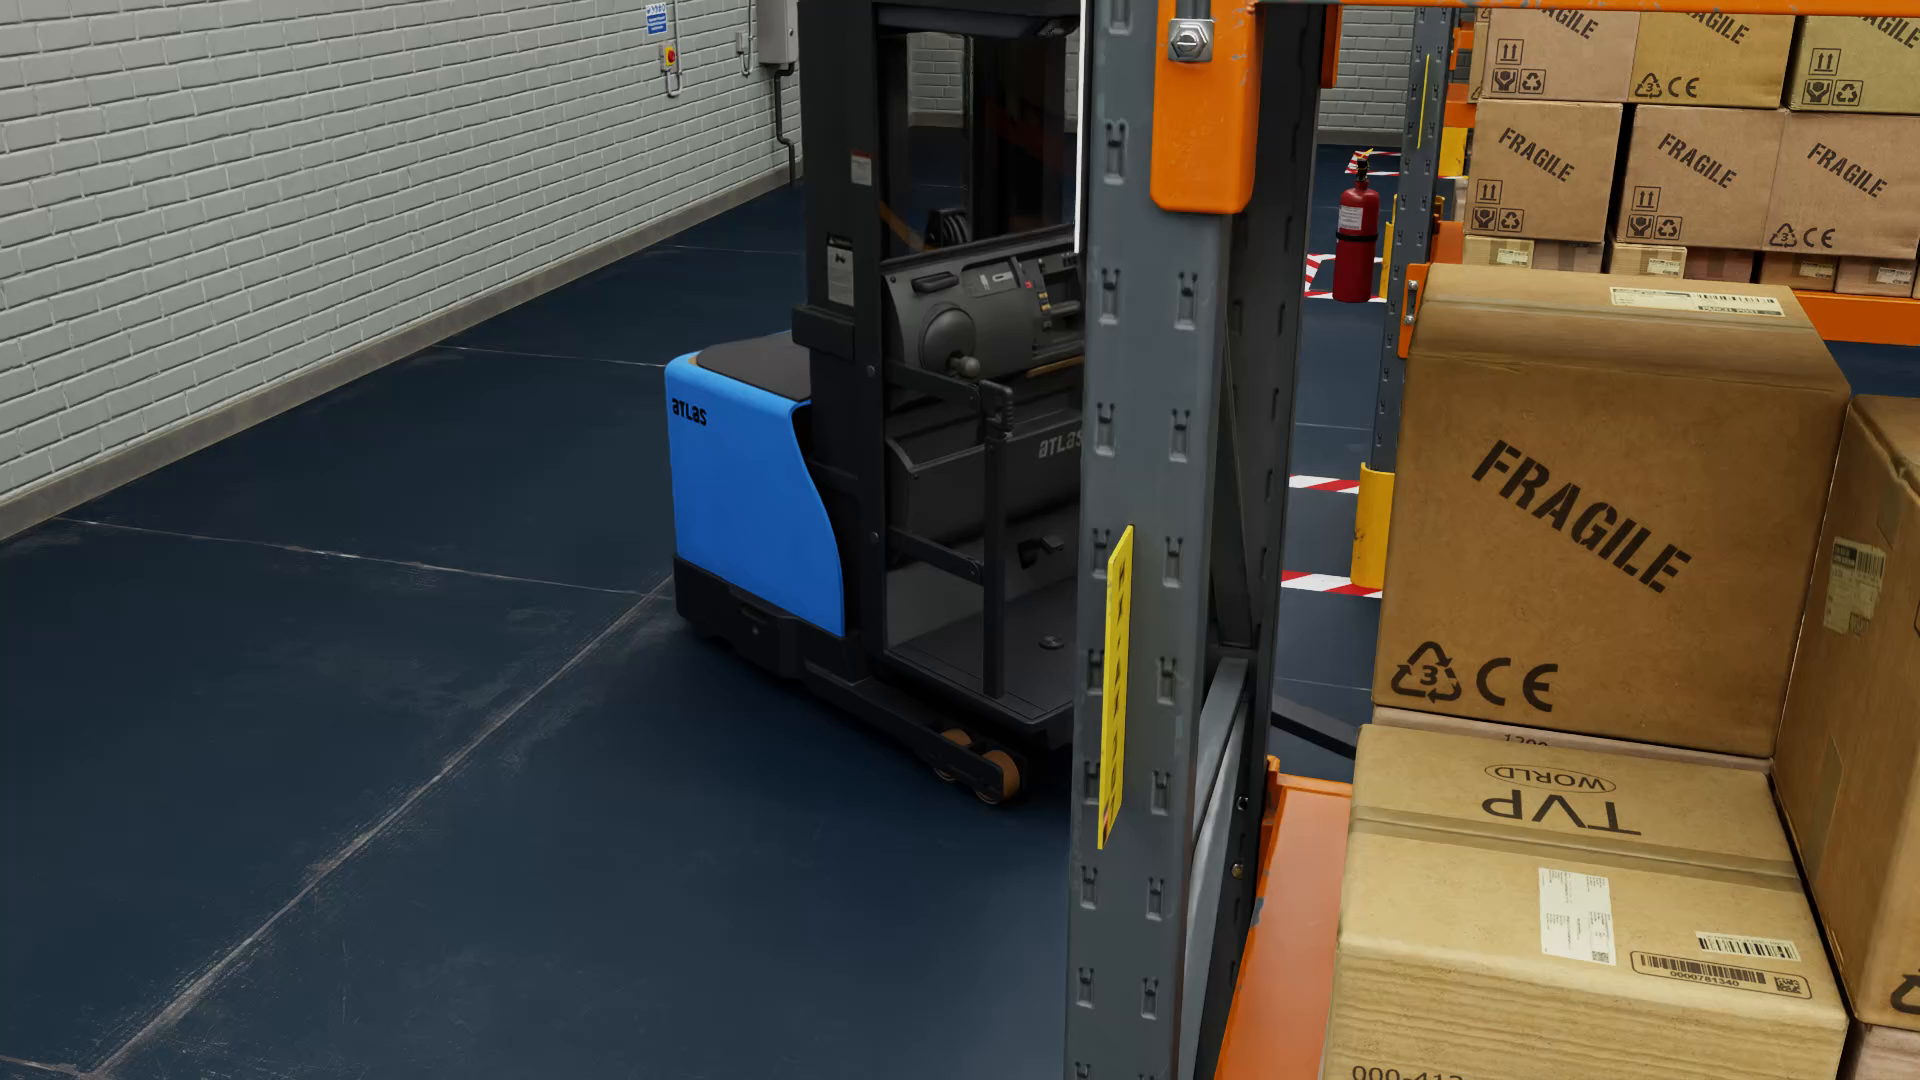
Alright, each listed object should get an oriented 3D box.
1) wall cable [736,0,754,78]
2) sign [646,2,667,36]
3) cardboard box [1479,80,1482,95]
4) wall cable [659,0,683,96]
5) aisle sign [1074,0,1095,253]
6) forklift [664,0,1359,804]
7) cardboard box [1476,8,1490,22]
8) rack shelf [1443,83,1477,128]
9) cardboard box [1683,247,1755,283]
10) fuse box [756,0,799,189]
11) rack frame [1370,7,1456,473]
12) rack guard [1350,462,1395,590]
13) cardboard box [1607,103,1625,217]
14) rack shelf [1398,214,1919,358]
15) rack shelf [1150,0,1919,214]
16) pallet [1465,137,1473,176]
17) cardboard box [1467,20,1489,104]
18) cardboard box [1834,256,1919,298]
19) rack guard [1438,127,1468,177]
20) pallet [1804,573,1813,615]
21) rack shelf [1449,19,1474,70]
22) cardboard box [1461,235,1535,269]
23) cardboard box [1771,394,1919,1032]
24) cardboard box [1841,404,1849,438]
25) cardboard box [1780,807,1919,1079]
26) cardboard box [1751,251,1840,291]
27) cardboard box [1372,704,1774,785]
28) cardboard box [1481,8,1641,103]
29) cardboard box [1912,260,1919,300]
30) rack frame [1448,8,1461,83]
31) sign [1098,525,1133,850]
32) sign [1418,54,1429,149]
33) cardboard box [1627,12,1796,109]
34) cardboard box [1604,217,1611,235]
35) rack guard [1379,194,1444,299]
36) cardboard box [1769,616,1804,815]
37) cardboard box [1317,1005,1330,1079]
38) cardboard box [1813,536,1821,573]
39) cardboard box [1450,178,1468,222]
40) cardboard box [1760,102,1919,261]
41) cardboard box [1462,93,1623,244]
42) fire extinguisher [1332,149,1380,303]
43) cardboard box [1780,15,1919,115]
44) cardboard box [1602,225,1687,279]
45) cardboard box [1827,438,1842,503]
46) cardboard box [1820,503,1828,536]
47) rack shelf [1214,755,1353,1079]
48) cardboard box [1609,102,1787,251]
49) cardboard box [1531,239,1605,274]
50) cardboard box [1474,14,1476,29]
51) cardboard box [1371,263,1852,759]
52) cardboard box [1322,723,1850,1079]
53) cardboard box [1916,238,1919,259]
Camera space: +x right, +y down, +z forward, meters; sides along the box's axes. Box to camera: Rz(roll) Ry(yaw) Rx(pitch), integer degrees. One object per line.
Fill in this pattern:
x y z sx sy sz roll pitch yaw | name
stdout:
-1.819 -4.808 13.699 0.122 1.984 0.588 7 23 16 | wall cable
-2.290 -3.935 12.555 0.001 0.218 0.327 7 23 16 | sign
2.359 -1.630 6.767 0.500 0.500 0.500 7 23 17 | cardboard box
-2.218 -4.306 12.434 0.123 1.953 0.585 7 23 16 | wall cable
0.169 -0.712 1.629 0.004 0.787 0.394 7 23 16 | aisle sign
0.281 -0.744 5.222 1.130 2.935 3.031 -20 29 -39 | forklift
3.565 -3.564 10.557 0.500 0.500 0.500 6 23 14 | cardboard box
5.102 -2.659 10.749 4.000 0.370 1.077 7 23 16 | rack shelf
2.855 -1.091 6.307 0.250 0.149 0.380 8 24 18 | cardboard box
-1.471 -3.972 14.699 0.414 1.711 0.539 7 23 16 | fuse box
1.854 -1.402 6.735 0.127 3.000 1.000 7 23 16 | rack frame
1.927 -0.237 7.189 0.348 0.500 1.175 7 23 16 | rack guard
2.850 -1.572 6.625 0.500 0.500 0.500 6 23 15 | cardboard box
3.769 -0.850 6.337 4.000 0.370 1.077 7 23 16 | rack shelf
2.240 -0.447 1.402 4.000 0.370 1.077 7 23 16 | rack shelf
5.454 -3.630 15.841 1.213 0.211 1.003 7 23 16 | pallet
3.564 -3.101 10.745 0.500 0.500 0.500 6 23 15 | cardboard box
3.336 -1.015 6.122 0.250 0.149 0.380 6 23 14 | cardboard box
4.690 -3.850 15.998 0.348 0.500 1.175 7 23 16 | rack guard
3.859 0.133 6.668 1.213 0.211 1.003 7 23 16 | pallet
6.532 -4.463 15.146 4.000 0.370 1.077 7 23 16 | rack shelf
2.070 -1.131 6.406 0.250 0.149 0.380 6 23 15 | cardboard box
1.185 0.180 1.697 0.500 0.500 0.500 6 23 14 | cardboard box
3.666 -0.426 6.775 0.250 0.149 0.380 6 23 14 | cardboard box
1.206 0.526 1.840 0.500 0.250 0.500 6 23 15 | cardboard box
3.108 -1.052 6.213 0.250 0.149 0.380 6 23 15 | cardboard box
0.865 0.278 2.446 0.500 0.250 0.500 6 23 15 | cardboard box
2.207 -1.903 6.115 0.500 0.500 0.500 6 23 15 | cardboard box
3.578 -0.979 6.034 0.250 0.149 0.380 7 23 17 | cardboard box
4.618 -5.015 15.544 0.127 3.000 1.000 7 23 16 | rack frame
0.159 0.153 1.699 0.005 0.325 0.100 7 23 16 | sign
1.698 -1.605 6.090 0.005 0.325 0.100 7 23 16 | sign
2.692 -1.850 5.986 0.500 0.500 0.500 7 23 17 | cardboard box
2.720 -1.290 6.793 0.250 0.149 0.380 6 23 15 | cardboard box
3.164 -2.058 11.627 0.348 0.500 1.175 7 23 16 | rack guard
1.351 0.333 2.310 0.500 0.250 0.500 6 23 15 | cardboard box
0.569 0.664 2.029 0.250 0.149 0.380 7 23 16 | cardboard box
3.262 -0.019 6.566 0.250 0.149 0.380 7 23 16 | cardboard box
3.848 -2.184 11.465 0.875 0.438 0.875 6 23 14 | cardboard box
3.189 -1.328 6.032 0.500 0.500 0.500 7 23 16 | cardboard box
2.204 -1.436 6.295 0.500 0.500 0.500 8 24 18 | cardboard box
1.746 -1.389 7.297 0.183 0.674 0.296 7 23 16 | fire extinguisher
3.184 -1.785 5.827 0.500 0.500 0.500 6 23 14 | cardboard box
2.567 -1.069 6.255 0.250 0.149 0.380 6 23 14 | cardboard box
3.285 -0.280 6.419 0.250 0.149 0.380 7 23 18 | cardboard box
3.283 -0.157 6.511 0.250 0.149 0.380 5 23 13 | cardboard box
2.240 0.941 1.971 4.000 0.370 1.077 7 23 16 | rack shelf
2.724 -1.387 6.174 0.500 0.500 0.500 7 23 16 | cardboard box
2.325 -1.118 6.374 0.250 0.149 0.380 7 23 17 | cardboard box
4.853 -4.763 15.261 0.250 0.149 0.380 6 23 15 | cardboard box
0.867 -0.068 2.301 0.500 0.500 0.500 7 23 16 | cardboard box
0.706 0.472 1.973 0.500 0.250 0.500 6 23 14 | cardboard box
3.679 -1.275 5.902 0.500 0.500 0.500 6 23 14 | cardboard box
